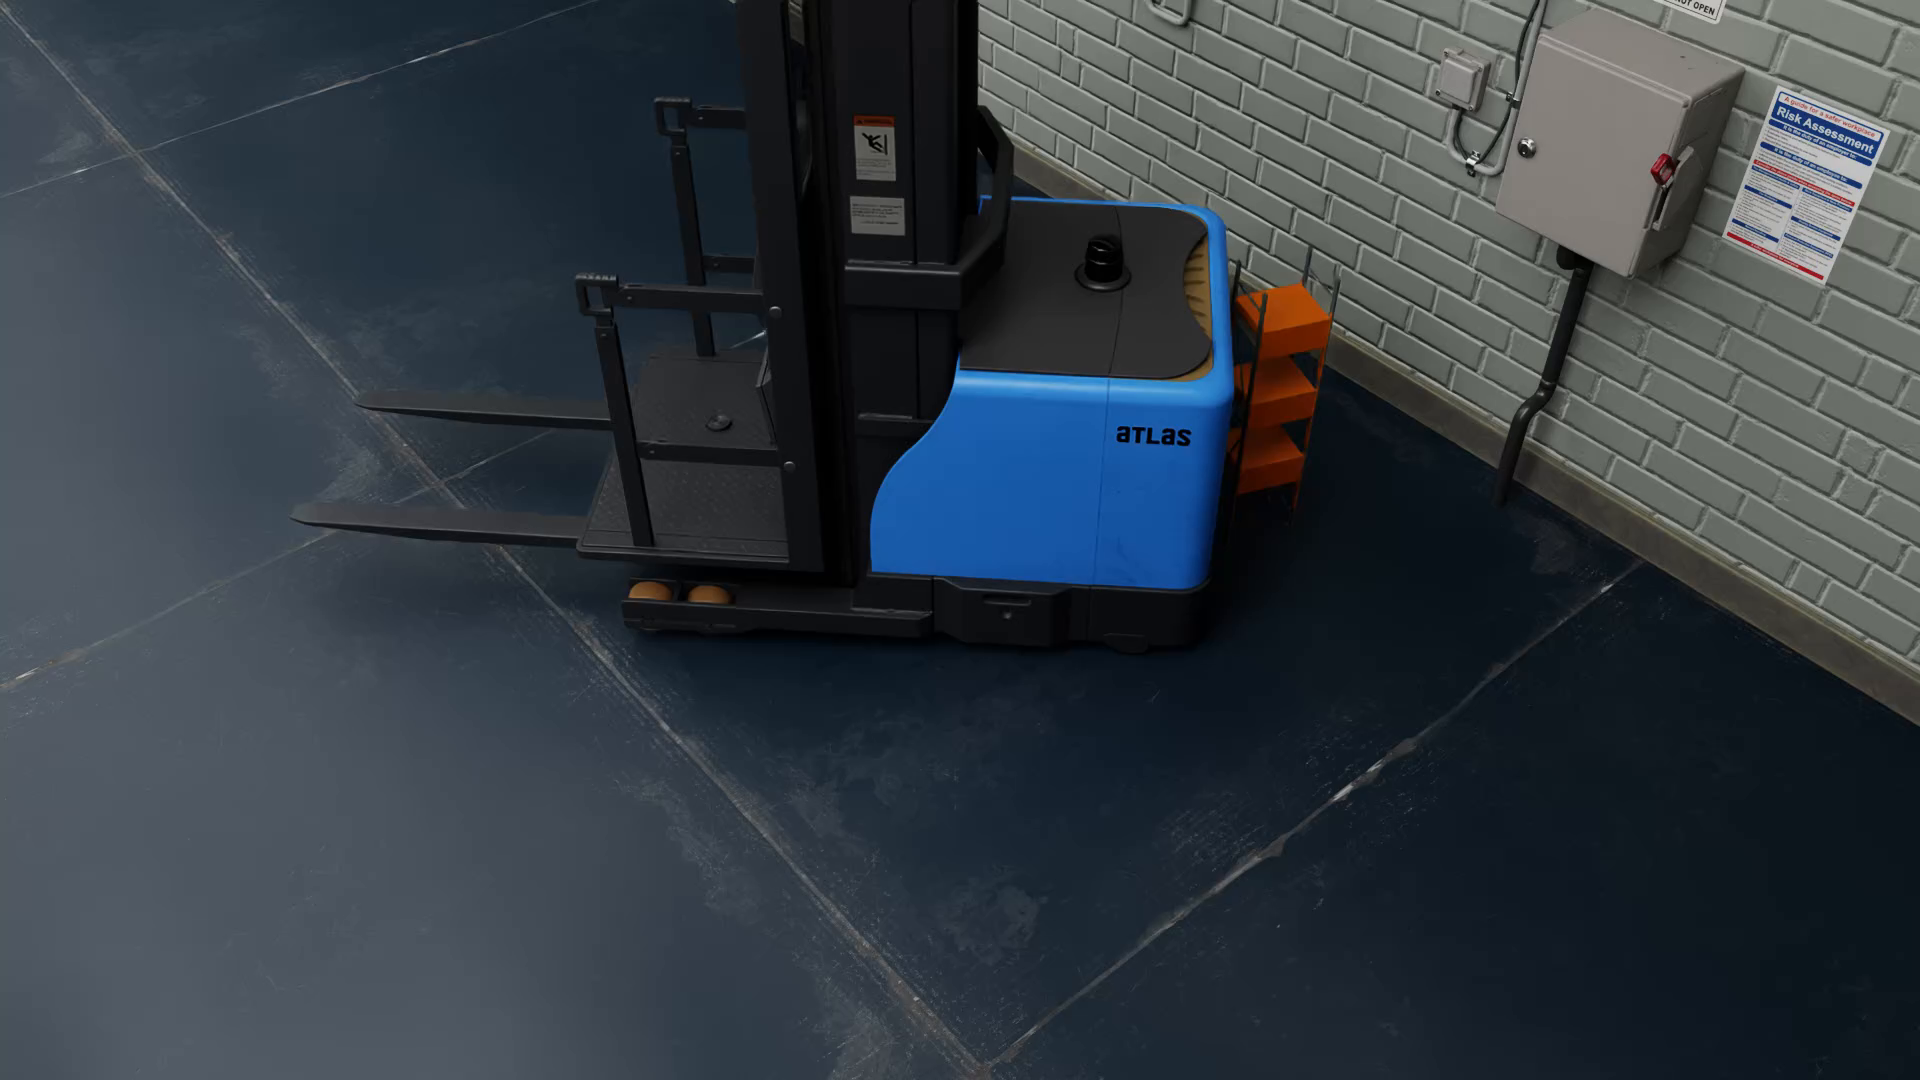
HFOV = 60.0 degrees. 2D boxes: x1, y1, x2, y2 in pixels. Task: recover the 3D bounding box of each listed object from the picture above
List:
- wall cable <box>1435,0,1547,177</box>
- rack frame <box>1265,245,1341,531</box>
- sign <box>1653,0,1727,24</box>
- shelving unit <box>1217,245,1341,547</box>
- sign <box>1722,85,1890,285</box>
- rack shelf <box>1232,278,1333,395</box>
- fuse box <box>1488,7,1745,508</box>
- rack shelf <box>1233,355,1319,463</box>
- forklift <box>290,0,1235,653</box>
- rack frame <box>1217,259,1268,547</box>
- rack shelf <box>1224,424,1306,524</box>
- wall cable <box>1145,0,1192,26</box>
[{"bbox_3d":[1.580,-1.997,4.943,0.122,1.984,0.588,-30,51,-28],"label":"wall cable"},{"bbox_3d":[1.121,-0.475,5.487,0.008,1.050,0.200,-13,45,-13],"label":"rack frame"},{"bbox_3d":[2.020,-1.620,4.681,0.001,0.242,0.339,-30,51,-28],"label":"sign"},{"bbox_3d":[1.005,-0.449,5.459,0.252,1.050,0.215,-13,45,-13],"label":"shelving unit"},{"bbox_3d":[2.373,-0.996,4.689,0.001,0.494,0.329,-30,51,-28],"label":"sign"},{"bbox_3d":[1.006,-0.646,5.270,0.240,0.259,0.215,-13,45,-13],"label":"rack shelf"},{"bbox_3d":[1.897,-0.729,5.277,0.414,1.711,0.539,-30,51,-28],"label":"fuse box"},{"bbox_3d":[1.005,-0.441,5.466,0.240,0.259,0.215,-13,45,-13],"label":"rack shelf"},{"bbox_3d":[-0.684,-1.118,4.799,3.031,2.935,1.130,3,43,4],"label":"forklift"},{"bbox_3d":[0.889,-0.422,5.431,0.008,1.050,0.200,-13,45,-13],"label":"rack frame"},{"bbox_3d":[1.004,-0.240,5.659,0.240,0.259,0.215,-13,45,-13],"label":"rack shelf"},{"bbox_3d":[0.661,-2.748,5.720,0.123,1.953,0.585,-30,51,-28],"label":"wall cable"}]
